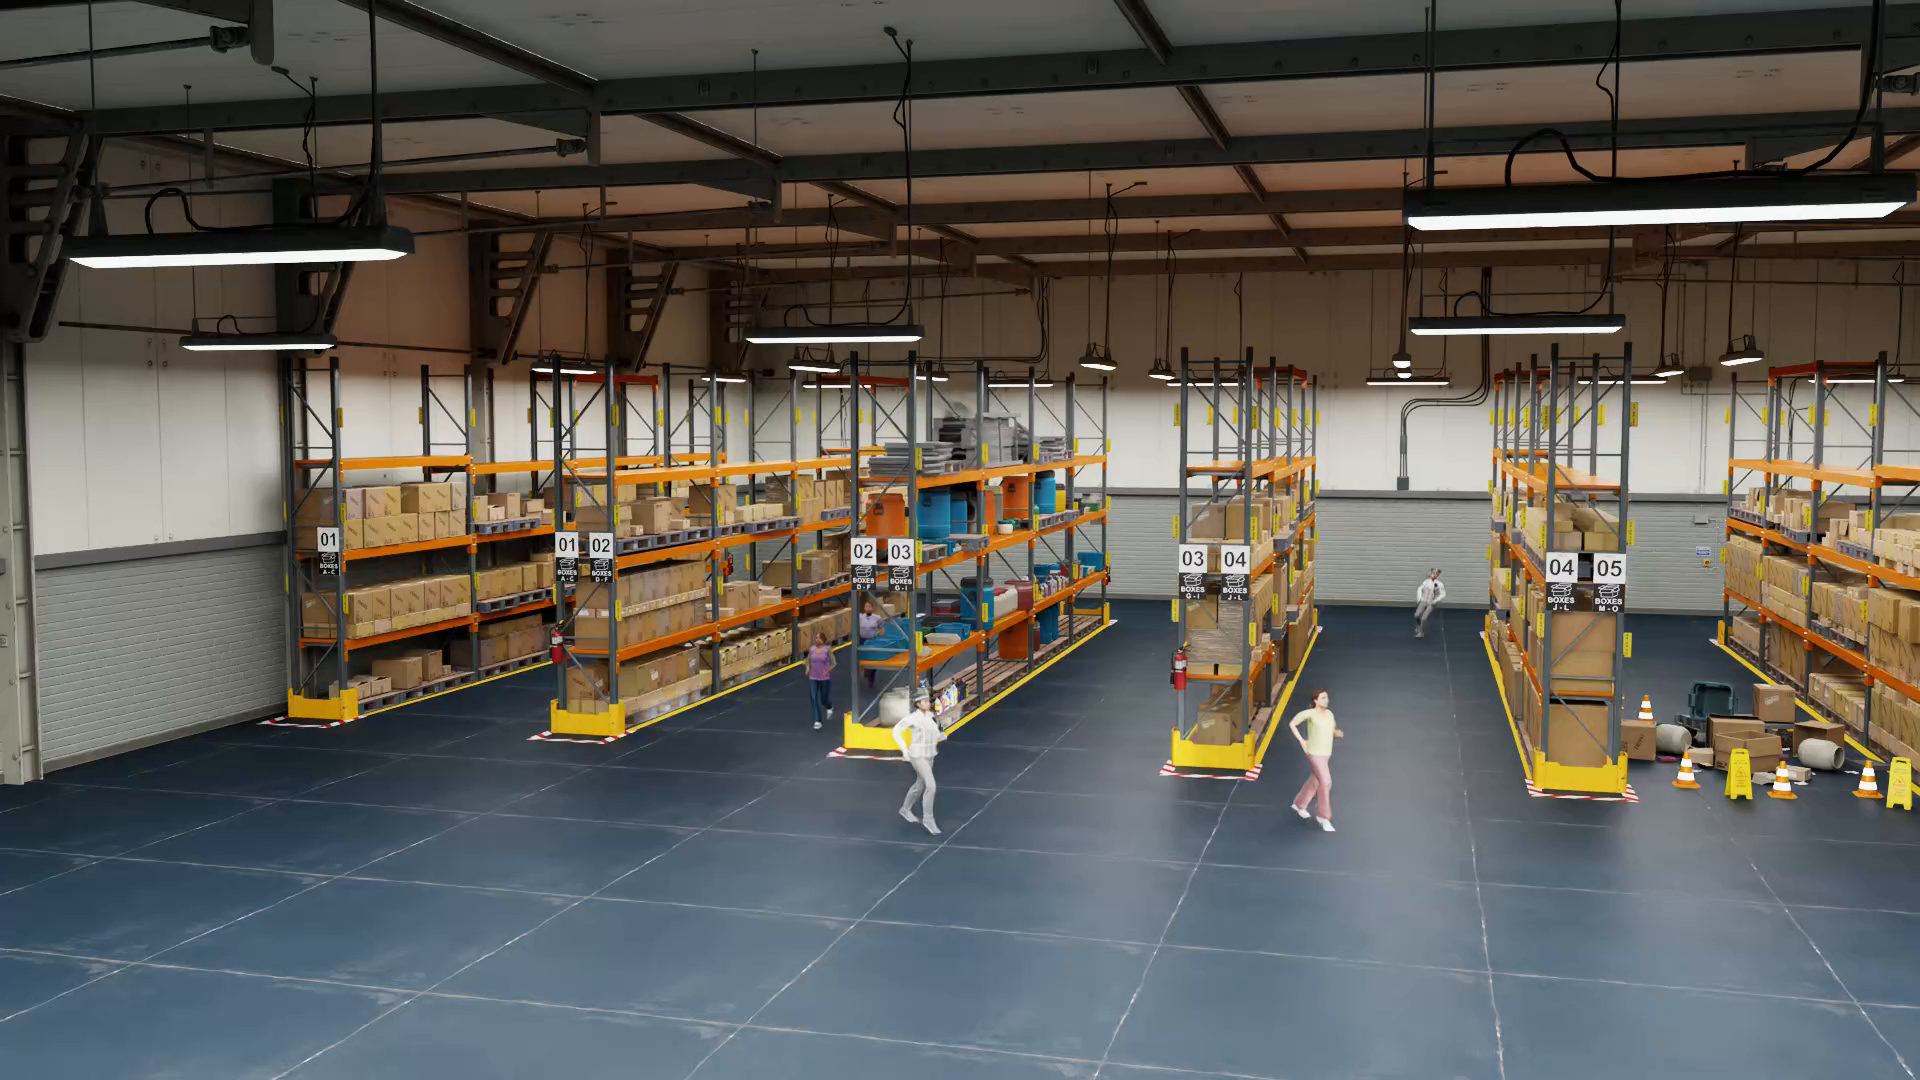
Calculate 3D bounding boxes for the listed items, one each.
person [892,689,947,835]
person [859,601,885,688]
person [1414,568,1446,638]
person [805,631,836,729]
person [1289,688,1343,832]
[{"bbox_3d":[-0.469,2.675,20.190,0.761,1.753,0.581,3,5,35],"label":"person"},{"bbox_3d":[-1.684,1.932,31.103,0.593,1.600,0.586,0,4,4],"label":"person"},{"bbox_3d":[10.633,1.428,37.723,0.691,1.602,0.550,4,6,42],"label":"person"},{"bbox_3d":[-2.265,2.250,26.923,0.538,1.549,0.608,1,4,12],"label":"person"},{"bbox_3d":[4.378,2.670,20.430,0.562,1.728,0.773,-3,5,-37],"label":"person"}]
